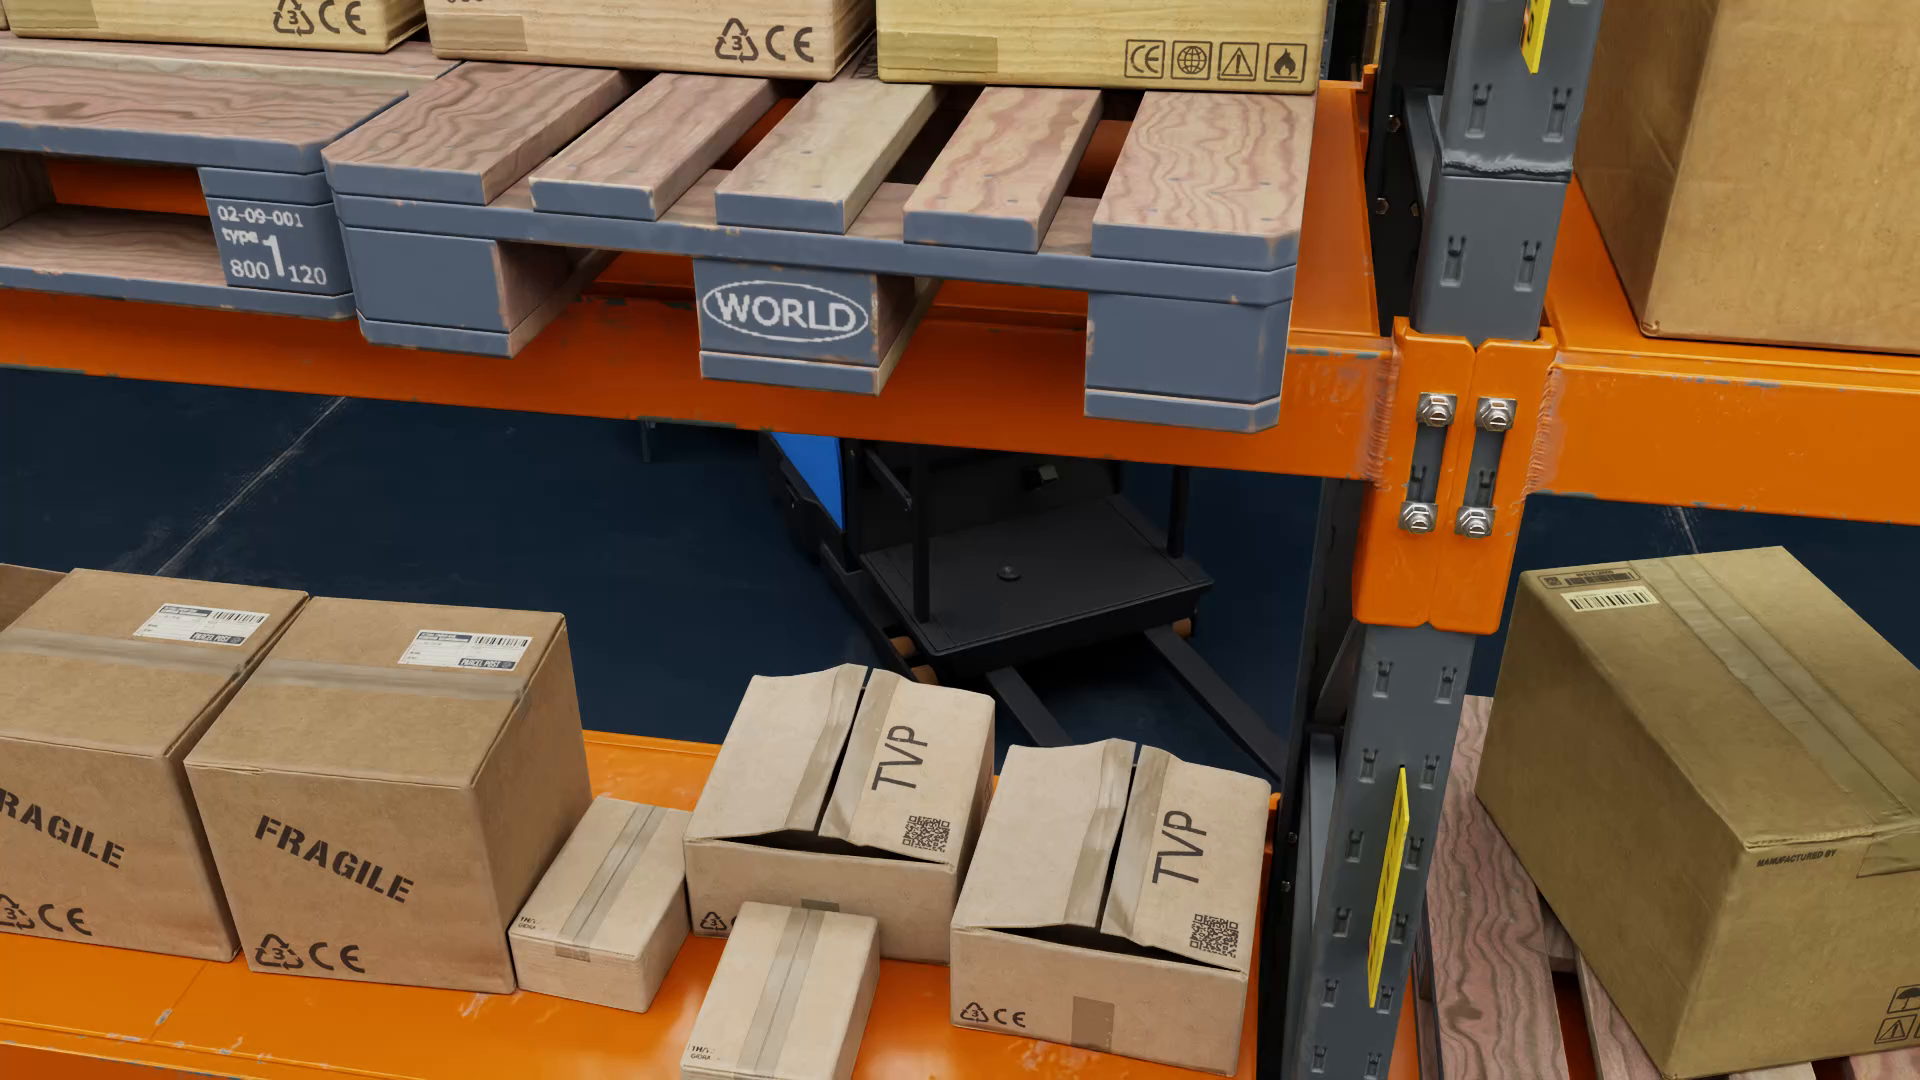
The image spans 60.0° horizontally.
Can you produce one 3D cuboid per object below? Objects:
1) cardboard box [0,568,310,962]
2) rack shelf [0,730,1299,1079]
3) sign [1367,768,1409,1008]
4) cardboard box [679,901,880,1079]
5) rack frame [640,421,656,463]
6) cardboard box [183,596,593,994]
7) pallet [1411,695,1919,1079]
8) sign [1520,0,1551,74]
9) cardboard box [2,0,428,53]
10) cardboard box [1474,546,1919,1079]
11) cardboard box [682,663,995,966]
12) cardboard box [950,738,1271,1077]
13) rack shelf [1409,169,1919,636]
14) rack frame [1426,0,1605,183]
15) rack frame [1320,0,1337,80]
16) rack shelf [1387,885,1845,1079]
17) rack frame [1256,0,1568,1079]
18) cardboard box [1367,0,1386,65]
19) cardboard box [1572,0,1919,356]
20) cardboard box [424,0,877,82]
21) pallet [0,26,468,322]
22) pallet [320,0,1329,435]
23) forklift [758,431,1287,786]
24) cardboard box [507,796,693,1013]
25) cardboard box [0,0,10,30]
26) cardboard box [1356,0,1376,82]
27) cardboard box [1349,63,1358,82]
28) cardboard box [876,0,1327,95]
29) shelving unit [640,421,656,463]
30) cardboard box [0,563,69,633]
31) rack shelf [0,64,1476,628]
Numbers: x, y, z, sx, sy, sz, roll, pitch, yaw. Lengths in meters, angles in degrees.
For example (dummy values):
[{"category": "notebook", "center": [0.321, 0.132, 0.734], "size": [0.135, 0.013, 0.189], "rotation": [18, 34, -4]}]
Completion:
[{"category": "cardboard box", "center": [-1.542, 0.416, 3.164], "size": [0.500, 0.500, 0.500], "rotation": [5, 32, 8]}, {"category": "rack shelf", "center": [-1.338, 0.773, 3.366], "size": [4.000, 0.370, 1.077], "rotation": [5, 32, 8]}, {"category": "sign", "center": [0.544, 0.446, 2.119], "size": [0.005, 0.325, 0.100], "rotation": [5, 32, 8]}, {"category": "cardboard box", "center": [-0.299, 0.817, 2.854], "size": [0.250, 0.149, 0.380], "rotation": [5, 32, 8]}, {"category": "rack frame", "center": [-1.385, -1.076, 7.048], "size": [0.023, 1.500, 0.400], "rotation": [-2, 33, -4]}, {"category": "cardboard box", "center": [-1.023, 0.463, 3.089], "size": [0.500, 0.500, 0.500], "rotation": [3, 32, 6]}, {"category": "pallet", "center": [1.314, 0.752, 2.903], "size": [1.003, 0.211, 1.213], "rotation": [5, 32, 8]}, {"category": "sign", "center": [0.533, -0.588, 1.474], "size": [0.005, 0.325, 0.100], "rotation": [5, 32, 8]}, {"category": "cardboard box", "center": [-0.905, -0.845, 2.191], "size": [0.500, 0.250, 0.500], "rotation": [5, 32, 7]}, {"category": "cardboard box", "center": [1.274, 0.423, 2.757], "size": [0.500, 0.500, 0.700], "rotation": [-5, 32, -8]}, {"category": "cardboard box", "center": [-0.215, 0.503, 3.203], "size": [0.500, 0.311, 0.500], "rotation": [5, 32, 8]}, {"category": "cardboard box", "center": [0.283, 0.629, 3.002], "size": [0.500, 0.311, 0.500], "rotation": [7, 33, 11]}, {"category": "rack shelf", "center": [2.605, -0.142, 2.000], "size": [4.000, 0.370, 1.077], "rotation": [5, 32, 8]}, {"category": "rack frame", "center": [0.634, -1.897, 1.298], "size": [0.127, 3.000, 1.000], "rotation": [5, 32, 8]}, {"category": "rack frame", "center": [1.464, -1.945, 7.030], "size": [0.127, 3.000, 1.000], "rotation": [5, 32, 8]}, {"category": "rack shelf", "center": [2.605, 1.130, 2.796], "size": [4.000, 0.370, 1.077], "rotation": [5, 32, 8]}, {"category": "rack frame", "center": [0.634, 0.646, 2.890], "size": [0.127, 3.000, 1.000], "rotation": [5, 32, 8]}, {"category": "cardboard box", "center": [1.899, -1.944, 6.636], "size": [0.500, 0.500, 0.500], "rotation": [6, 33, 10]}, {"category": "cardboard box", "center": [1.070, -0.646, 2.034], "size": [0.500, 0.500, 0.910], "rotation": [5, 32, 8]}, {"category": "cardboard box", "center": [-0.343, -0.788, 2.100], "size": [0.500, 0.250, 0.500], "rotation": [6, 33, 10]}, {"category": "pallet", "center": [-1.153, -0.657, 2.323], "size": [1.213, 0.211, 1.003], "rotation": [7, 33, 10]}, {"category": "pallet", "center": [-0.050, -0.559, 2.166], "size": [1.003, 0.211, 1.213], "rotation": [7, 33, 10]}, {"category": "forklift", "center": [0.212, -0.904, 5.432], "size": [1.130, 2.935, 3.031], "rotation": [-13, 34, -20]}, {"category": "cardboard box", "center": [-0.633, 0.669, 3.092], "size": [0.250, 0.149, 0.380], "rotation": [8, 33, 12]}, {"category": "cardboard box", "center": [-1.435, -0.894, 2.269], "size": [0.500, 0.250, 0.500], "rotation": [3, 32, 4]}, {"category": "cardboard box", "center": [1.974, -2.217, 7.072], "size": [0.500, 0.500, 0.500], "rotation": [5, 32, 9]}, {"category": "cardboard box", "center": [1.828, -1.952, 7.259], "size": [0.250, 0.149, 0.380], "rotation": [6, 32, 9]}, {"category": "cardboard box", "center": [0.177, -0.751, 2.040], "size": [0.500, 0.250, 0.500], "rotation": [3, 32, 5]}, {"category": "shelving unit", "center": [-1.020, -1.090, 7.072], "size": [0.755, 1.500, 0.431], "rotation": [-2, 33, -4]}, {"category": "cardboard box", "center": [-2.035, 0.371, 3.236], "size": [0.500, 0.500, 0.500], "rotation": [7, 33, 12]}, {"category": "rack shelf", "center": [-1.338, -0.499, 2.570], "size": [4.000, 0.370, 1.077], "rotation": [5, 32, 8]}]
